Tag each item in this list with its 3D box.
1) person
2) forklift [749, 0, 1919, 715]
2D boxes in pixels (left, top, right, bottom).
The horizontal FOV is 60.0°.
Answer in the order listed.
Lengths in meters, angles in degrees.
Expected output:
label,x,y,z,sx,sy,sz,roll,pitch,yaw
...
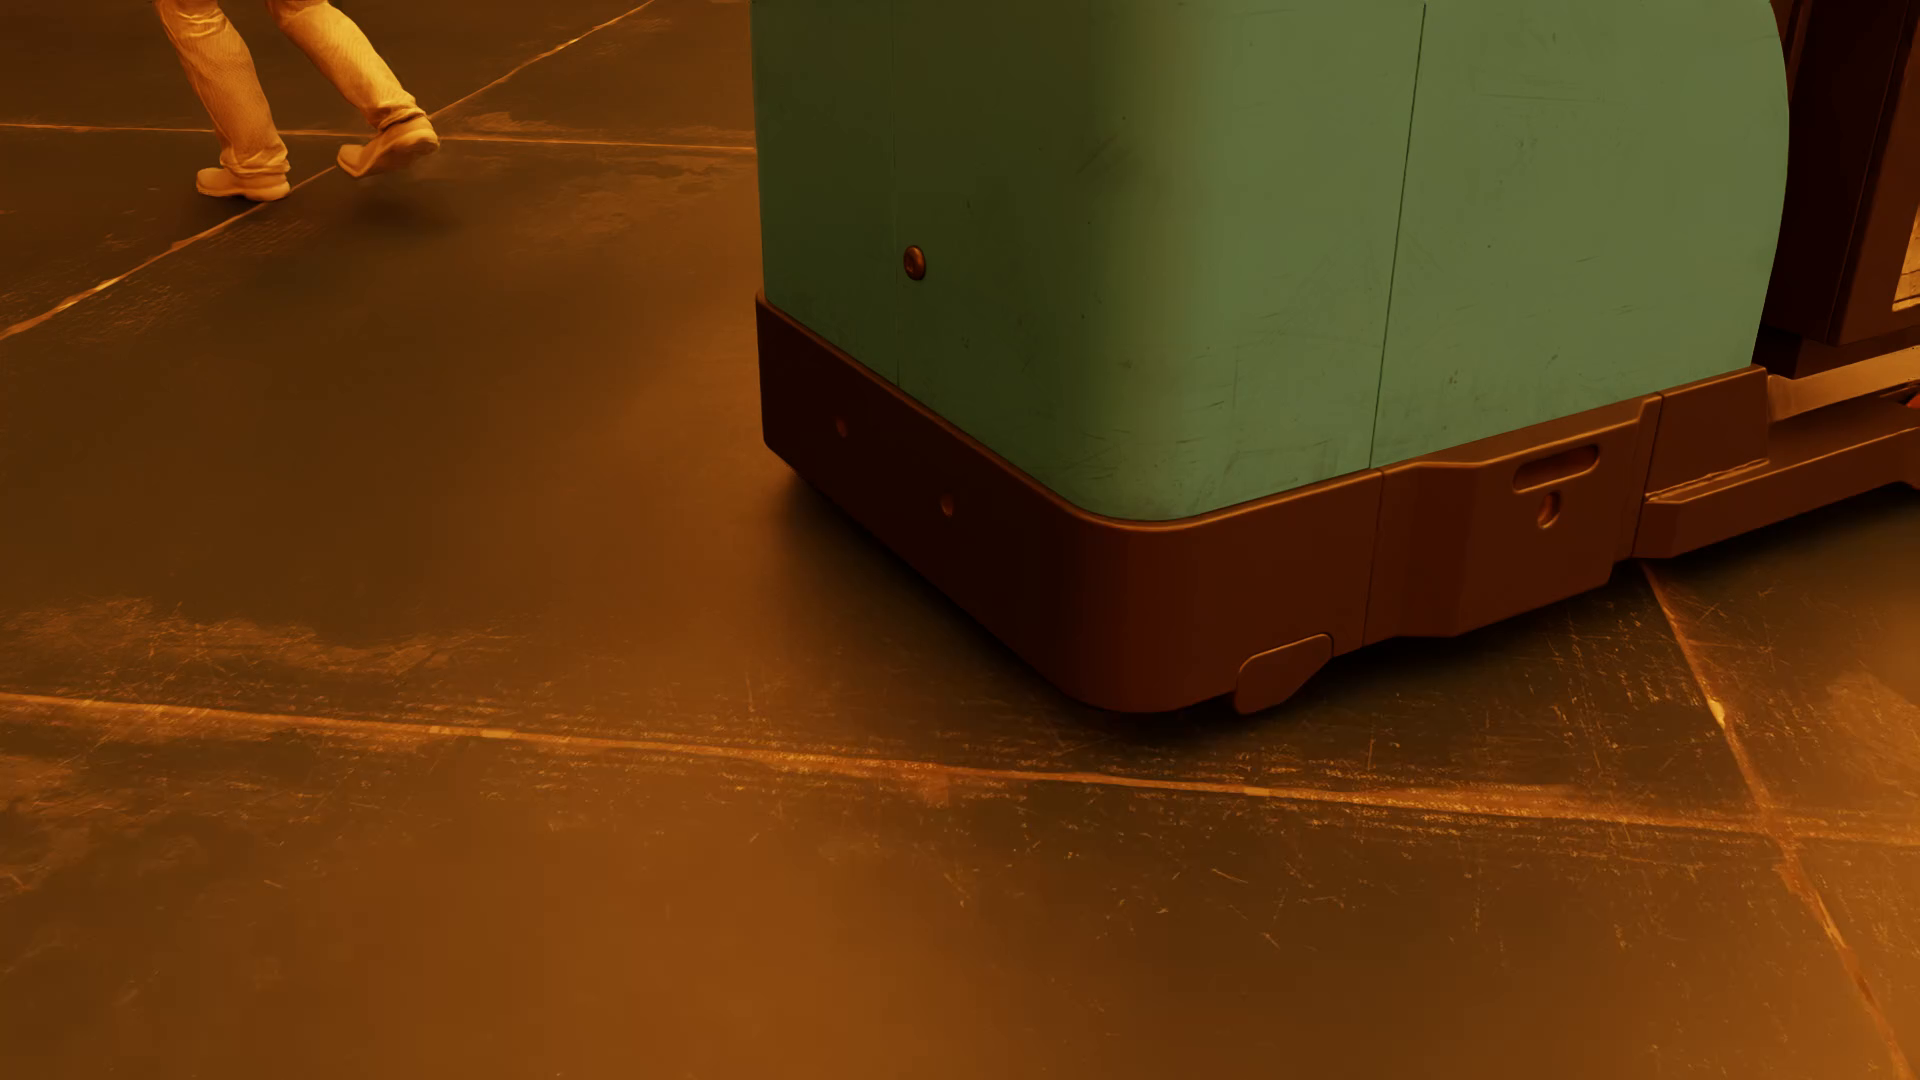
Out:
label,x,y,z,sx,sy,sz,roll,pitch,yaw
person,-1.647,-1.599,3.831,0.790,1.690,0.654,16,31,28
forklift,1.219,-1.569,2.362,3.031,2.935,1.130,-15,30,-27
